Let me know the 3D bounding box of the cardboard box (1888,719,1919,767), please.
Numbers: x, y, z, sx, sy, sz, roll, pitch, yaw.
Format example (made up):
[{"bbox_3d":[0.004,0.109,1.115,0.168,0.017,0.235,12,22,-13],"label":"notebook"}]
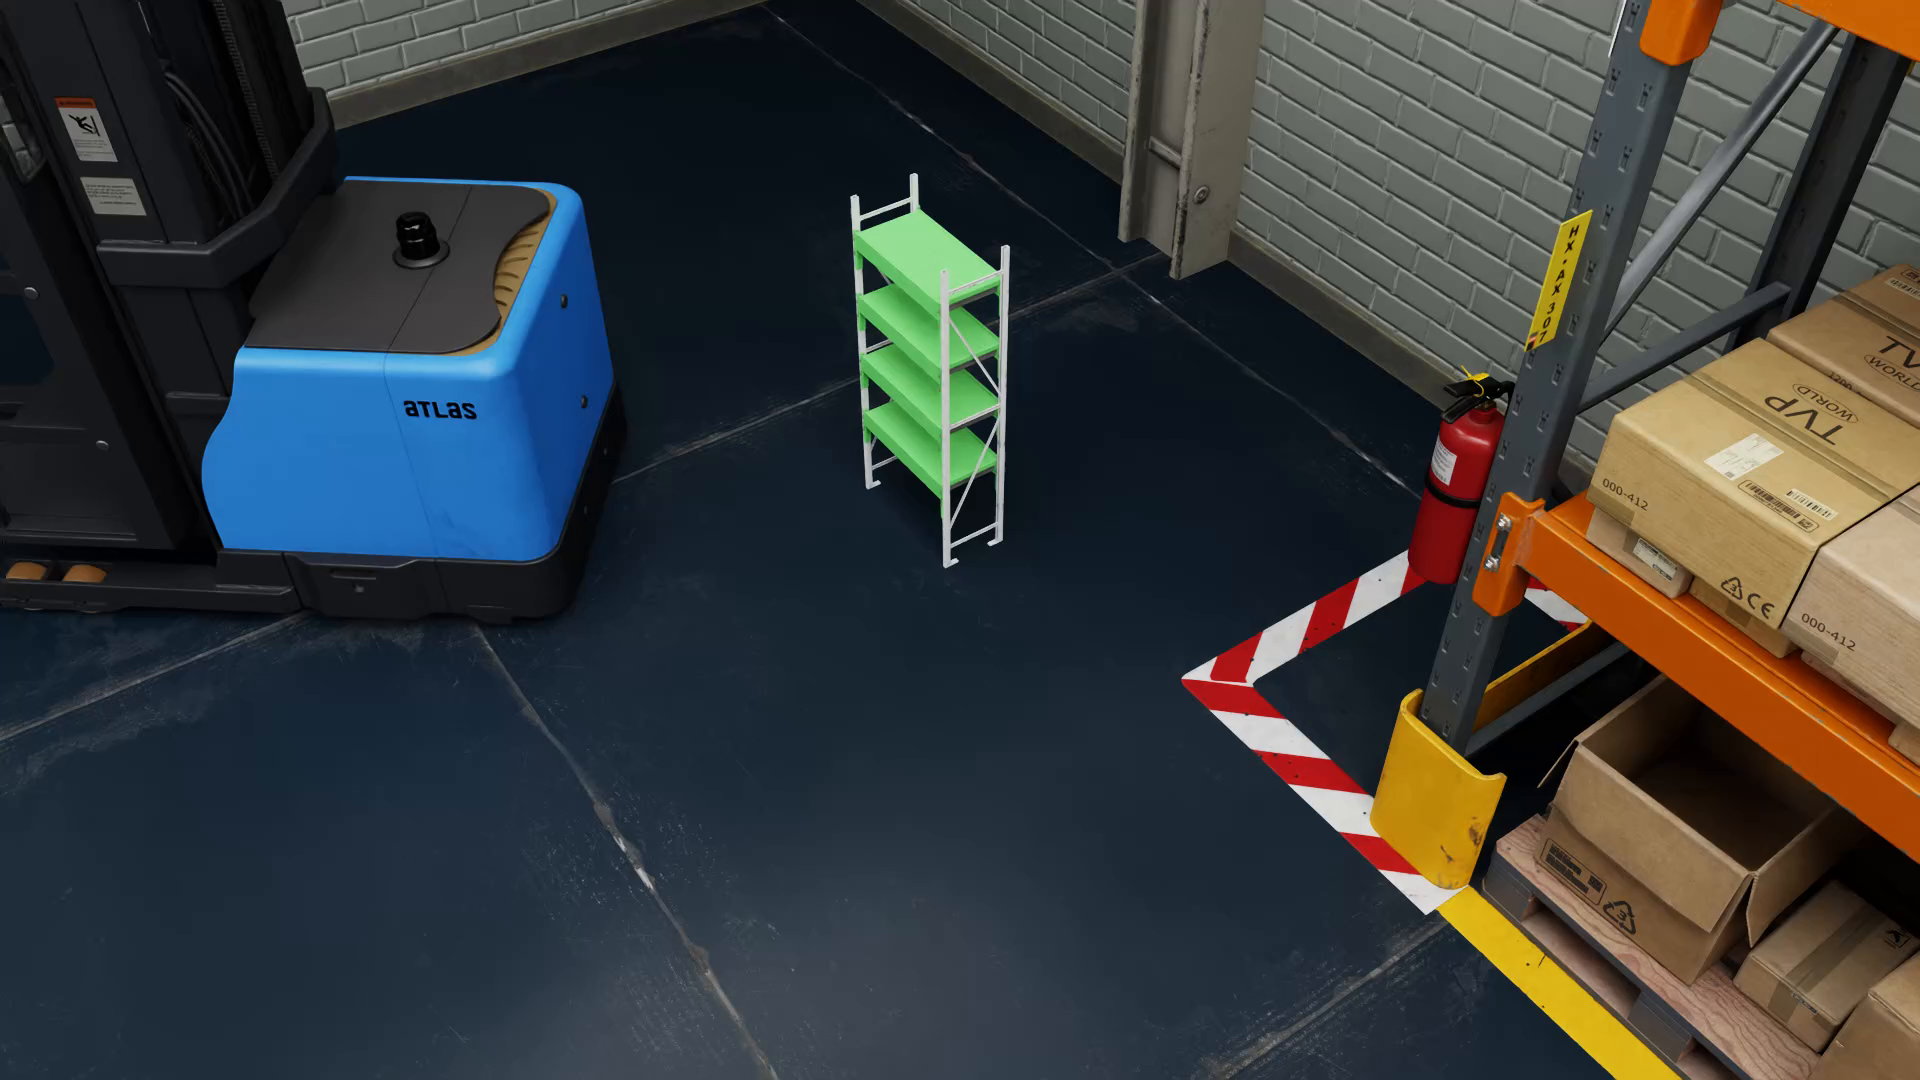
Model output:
[{"bbox_3d":[2.132,0.367,3.375,0.380,0.149,0.250,-24,49,-23],"label":"cardboard box"}]

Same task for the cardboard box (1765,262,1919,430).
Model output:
[{"bbox_3d":[2.193,-0.344,3.831,0.500,0.250,0.500,-24,49,-23],"label":"cardboard box"}]

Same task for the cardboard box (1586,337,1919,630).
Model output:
[{"bbox_3d":[1.751,-0.136,3.614,0.500,0.250,0.500,-25,49,-24],"label":"cardboard box"}]

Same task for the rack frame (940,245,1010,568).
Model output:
[{"bbox_3d":[0.045,-0.390,5.289,0.240,1.200,0.015,-26,49,-24],"label":"rack frame"}]

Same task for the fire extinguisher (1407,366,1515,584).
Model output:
[{"bbox_3d":[1.249,-0.184,4.097,0.296,0.674,0.183,-26,49,-24],"label":"fire extinguisher"}]

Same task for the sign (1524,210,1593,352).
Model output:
[{"bbox_3d":[1.268,-0.545,3.522,0.100,0.325,0.005,-26,49,-24],"label":"sign"}]

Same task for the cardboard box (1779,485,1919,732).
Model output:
[{"bbox_3d":[2.040,0.149,3.315,0.500,0.250,0.500,-25,49,-24],"label":"cardboard box"}]

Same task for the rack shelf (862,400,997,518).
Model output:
[{"bbox_3d":[-0.095,-0.308,5.644,0.258,0.148,0.480,-26,49,-24],"label":"rack shelf"}]

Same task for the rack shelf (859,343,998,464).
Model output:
[{"bbox_3d":[-0.095,-0.482,5.478,0.258,0.148,0.480,-26,49,-24],"label":"rack shelf"}]

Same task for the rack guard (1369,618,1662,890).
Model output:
[{"bbox_3d":[1.756,0.501,4.864,1.175,0.500,0.348,-26,49,-24],"label":"rack guard"}]

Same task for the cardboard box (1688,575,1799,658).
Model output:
[{"bbox_3d":[1.859,0.065,3.692,0.380,0.149,0.250,-25,49,-23],"label":"cardboard box"}]

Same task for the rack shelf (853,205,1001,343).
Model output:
[{"bbox_3d":[-0.095,-0.829,5.147,0.258,0.148,0.480,-26,49,-24],"label":"rack shelf"}]

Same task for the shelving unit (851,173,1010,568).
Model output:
[{"bbox_3d":[-0.095,-0.528,5.434,0.258,1.200,0.503,-26,49,-24],"label":"shelving unit"}]

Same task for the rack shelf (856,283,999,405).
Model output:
[{"bbox_3d":[-0.095,-0.655,5.312,0.258,0.148,0.480,-26,49,-24],"label":"rack shelf"}]

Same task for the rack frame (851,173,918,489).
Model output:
[{"bbox_3d":[-0.234,-0.666,5.579,0.240,1.200,0.015,-26,49,-24],"label":"rack frame"}]

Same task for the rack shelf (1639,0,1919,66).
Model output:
[{"bbox_3d":[2.857,-0.139,2.072,1.077,0.370,4.000,-26,49,-24],"label":"rack shelf"}]

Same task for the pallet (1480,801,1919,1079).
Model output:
[{"bbox_3d":[2.213,1.056,4.491,1.003,0.211,1.213,-26,49,-24],"label":"pallet"}]

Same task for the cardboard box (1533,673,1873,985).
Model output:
[{"bbox_3d":[1.985,0.688,4.360,0.797,0.503,0.637,-28,50,-26],"label":"cardboard box"}]

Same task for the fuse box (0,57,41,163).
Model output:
[{"bbox_3d":[-3.795,-1.949,6.552,0.539,1.711,0.414,-26,49,-24],"label":"fuse box"}]

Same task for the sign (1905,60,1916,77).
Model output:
[{"bbox_3d":[2.179,-1.188,3.754,0.100,0.325,0.005,-26,49,-24],"label":"sign"}]

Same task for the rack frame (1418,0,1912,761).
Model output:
[{"bbox_3d":[1.712,-0.447,4.045,1.000,3.000,0.127,-26,49,-24],"label":"rack frame"}]

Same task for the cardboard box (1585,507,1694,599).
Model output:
[{"bbox_3d":[1.676,-0.061,3.824,0.380,0.149,0.250,-26,49,-25],"label":"cardboard box"}]

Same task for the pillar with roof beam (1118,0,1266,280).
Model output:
[{"bbox_3d":[-2.622,-2.799,2.165,9.100,9.000,0.400,-26,49,-24],"label":"pillar with roof beam"}]

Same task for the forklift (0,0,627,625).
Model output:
[{"bbox_3d":[-2.752,-1.181,4.864,3.031,2.935,1.130,3,44,3],"label":"forklift"}]

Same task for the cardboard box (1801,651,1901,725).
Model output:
[{"bbox_3d":[2.038,0.200,3.550,0.380,0.149,0.250,-26,50,-25],"label":"cardboard box"}]

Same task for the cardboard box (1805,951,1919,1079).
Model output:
[{"bbox_3d":[2.442,1.189,3.838,0.700,0.500,0.500,-24,49,-23],"label":"cardboard box"}]

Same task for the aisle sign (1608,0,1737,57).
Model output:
[{"bbox_3d":[1.433,-1.309,3.067,0.394,0.787,0.004,-26,49,-24],"label":"aisle sign"}]

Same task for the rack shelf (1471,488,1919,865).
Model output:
[{"bbox_3d":[2.857,0.946,3.107,1.077,0.370,4.000,-26,49,-24],"label":"rack shelf"}]

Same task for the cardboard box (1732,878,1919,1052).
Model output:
[{"bbox_3d":[2.196,1.073,4.215,0.380,0.149,0.250,-28,50,-26],"label":"cardboard box"}]
